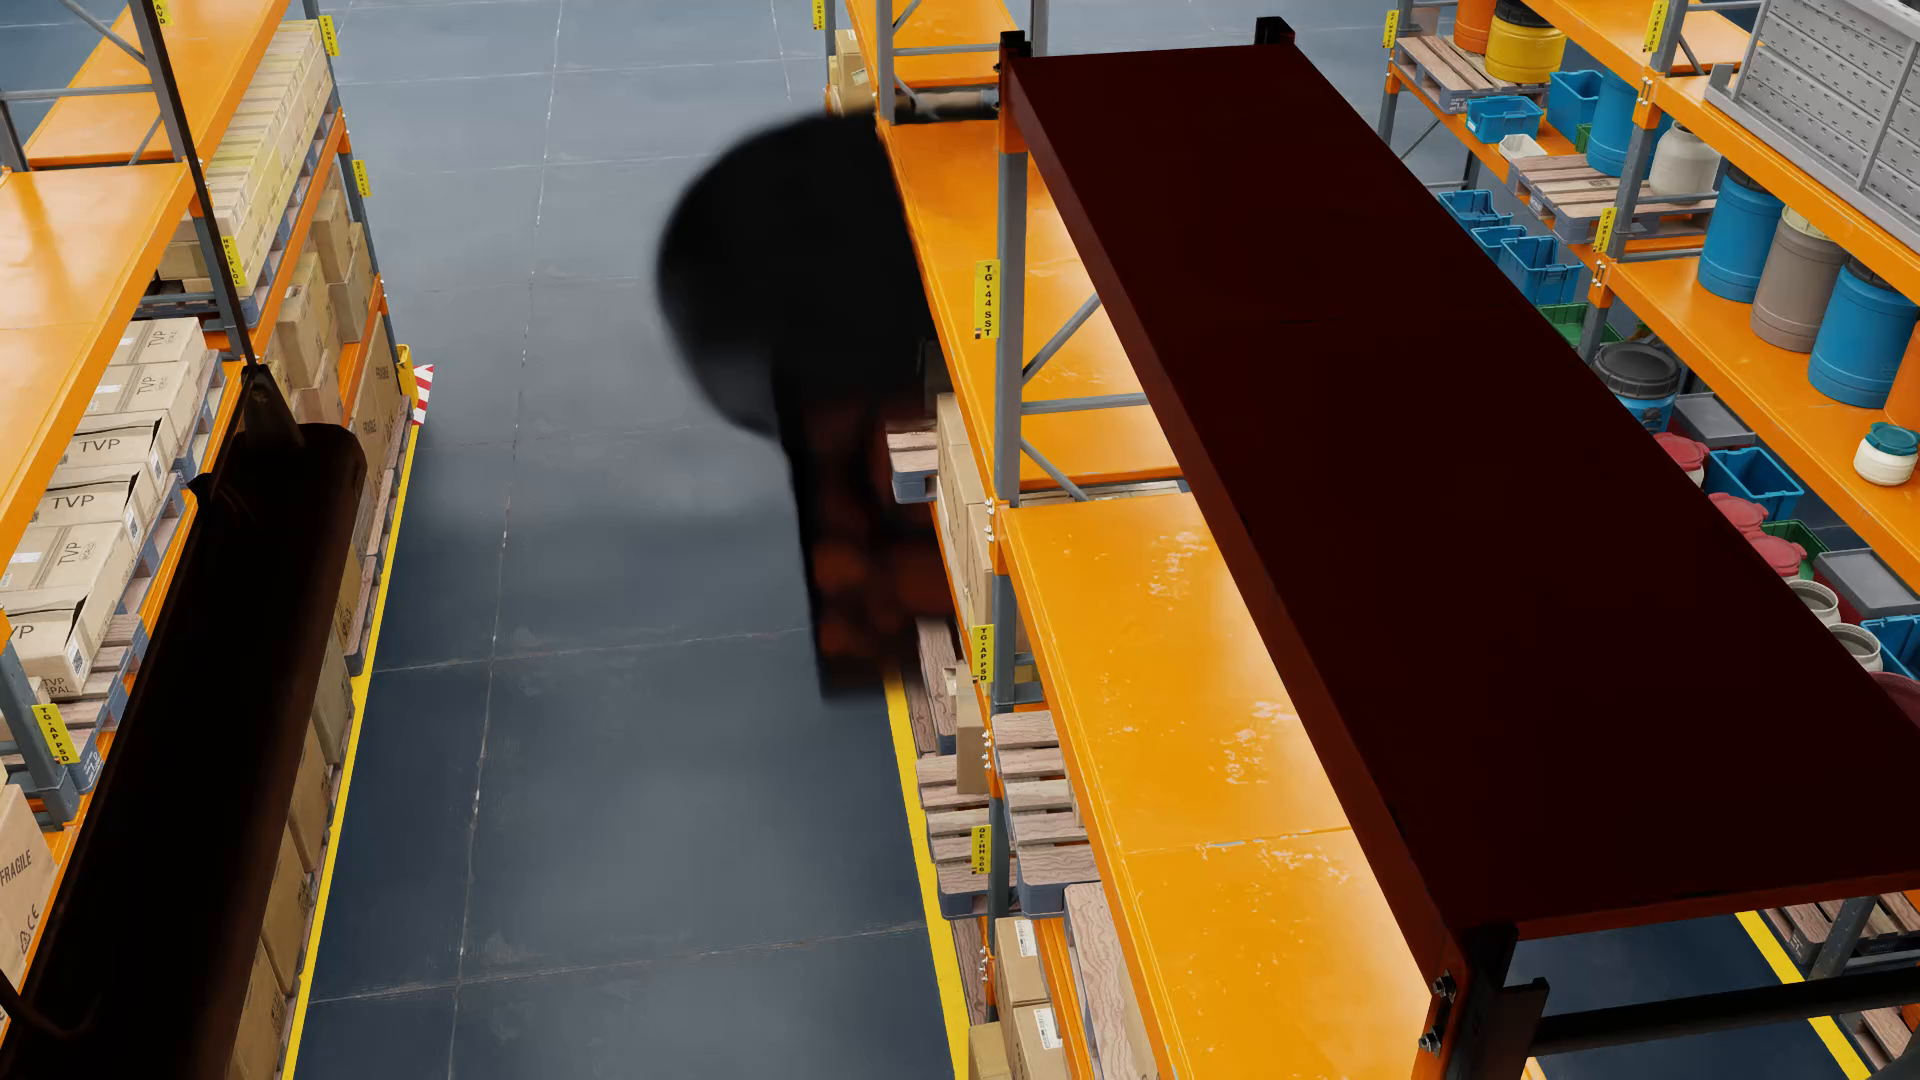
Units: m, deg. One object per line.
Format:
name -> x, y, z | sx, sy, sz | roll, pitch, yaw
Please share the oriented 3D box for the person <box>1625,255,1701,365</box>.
person -> 6.515, -2.422, 14.975 | 0.714, 1.781, 1.001 | -21, 41, -26
